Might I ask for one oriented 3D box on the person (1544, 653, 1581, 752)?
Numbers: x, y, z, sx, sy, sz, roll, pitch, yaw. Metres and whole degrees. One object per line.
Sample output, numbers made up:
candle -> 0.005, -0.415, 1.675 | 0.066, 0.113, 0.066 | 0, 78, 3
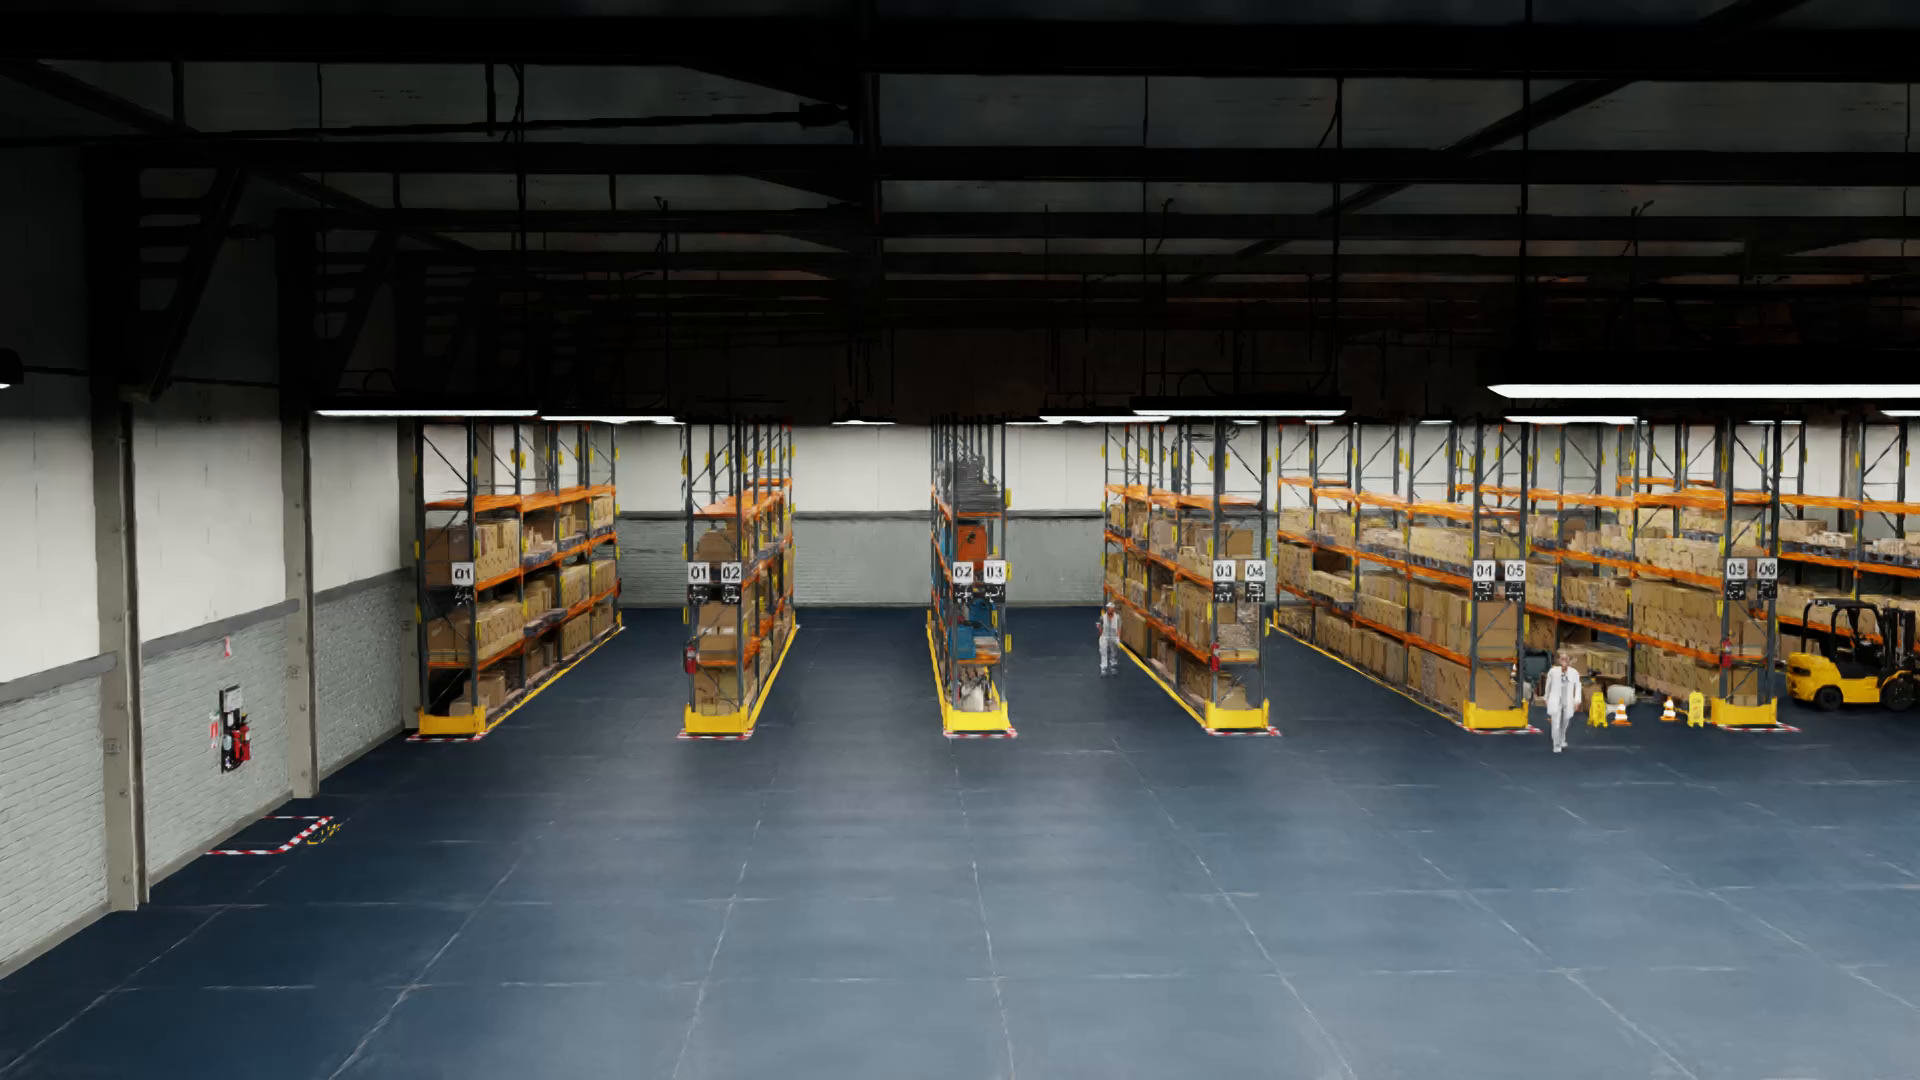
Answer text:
person -> 10.649, 2.851, 29.348 | 0.573, 1.716, 1.102 | 0, 4, 6

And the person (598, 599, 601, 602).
person -> -10.619, 1.608, 48.217 | 0.563, 1.655, 0.734 | 3, 5, 35

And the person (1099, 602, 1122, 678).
person -> 3.436, 2.265, 37.945 | 0.533, 1.728, 1.036 | 0, 4, 7
